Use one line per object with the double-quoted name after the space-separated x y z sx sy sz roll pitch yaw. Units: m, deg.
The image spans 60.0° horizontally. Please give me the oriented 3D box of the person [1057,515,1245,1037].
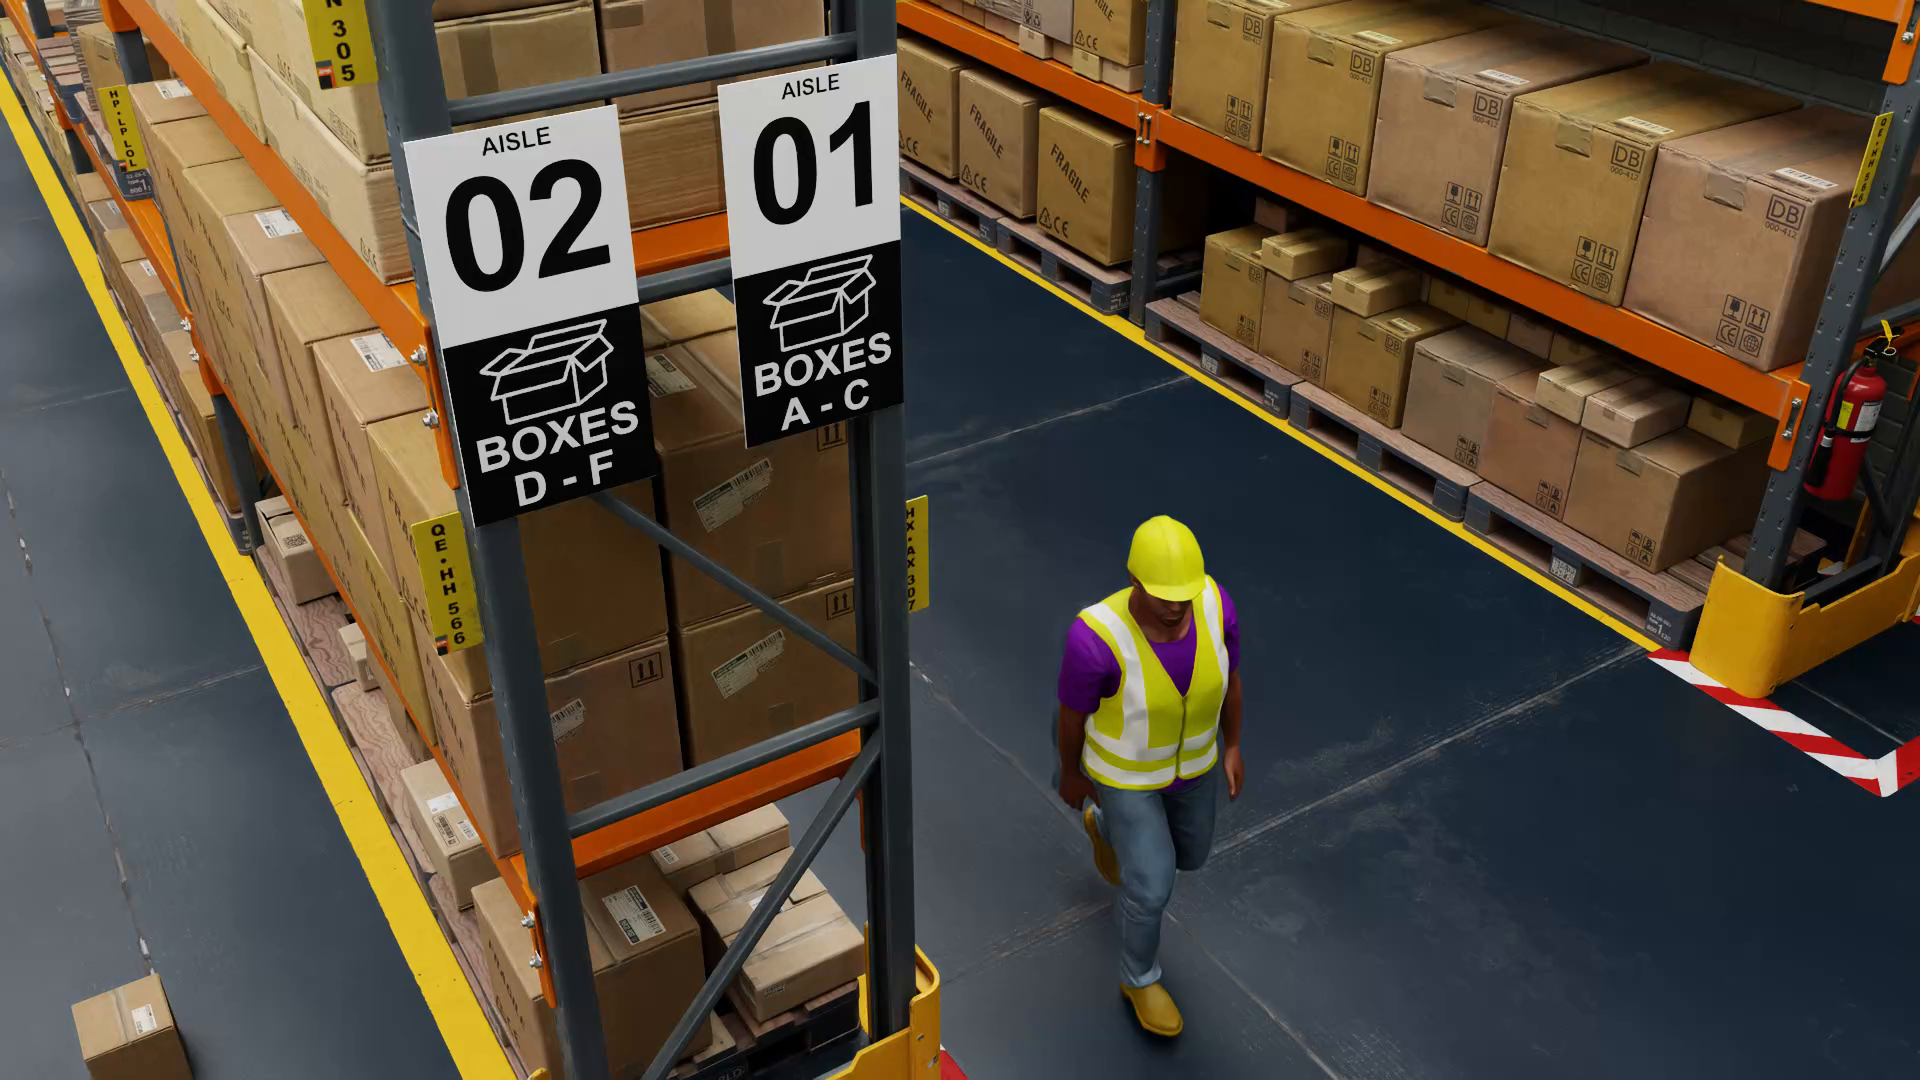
0.556 0.640 5.077 0.579 1.744 0.793 -16 36 -23 "person"
